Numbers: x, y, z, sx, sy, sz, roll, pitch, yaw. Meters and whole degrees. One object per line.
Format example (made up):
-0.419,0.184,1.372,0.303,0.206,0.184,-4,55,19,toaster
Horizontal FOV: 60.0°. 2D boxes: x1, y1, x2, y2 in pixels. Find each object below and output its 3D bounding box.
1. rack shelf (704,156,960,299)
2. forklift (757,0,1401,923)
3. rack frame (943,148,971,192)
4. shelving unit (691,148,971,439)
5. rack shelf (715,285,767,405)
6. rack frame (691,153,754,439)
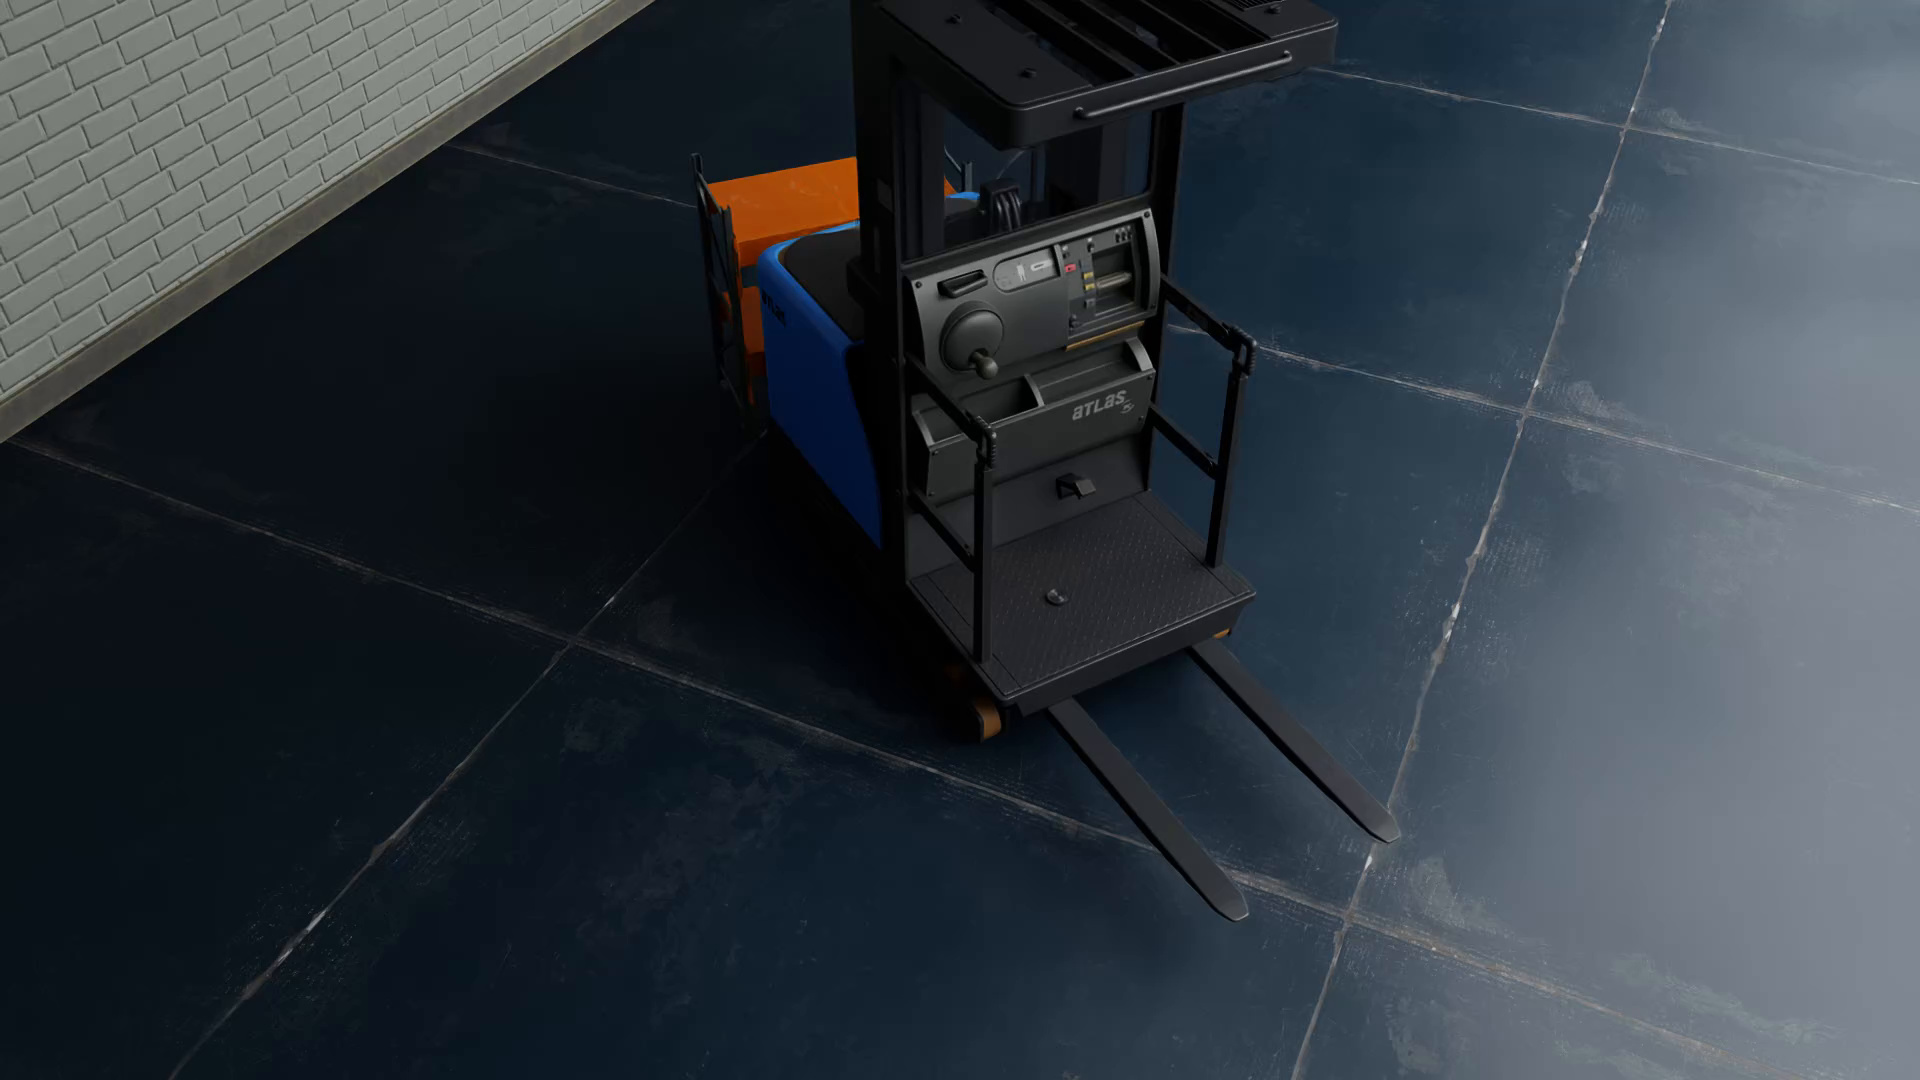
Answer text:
-0.533,-1.366,7.020,1.000,0.278,0.538,-15,43,-16,rack shelf
0.370,-0.742,5.368,1.130,2.935,3.031,-21,45,-22,forklift
-0.061,-1.268,7.354,0.032,1.125,0.500,-15,43,-16,rack frame
-0.533,-1.145,7.212,1.048,1.125,0.538,-15,43,-16,shelving unit
-0.533,-0.960,7.372,1.000,0.278,0.538,-15,43,-16,rack shelf
-1.005,-1.022,7.070,0.032,1.125,0.500,-15,43,-16,rack frame
